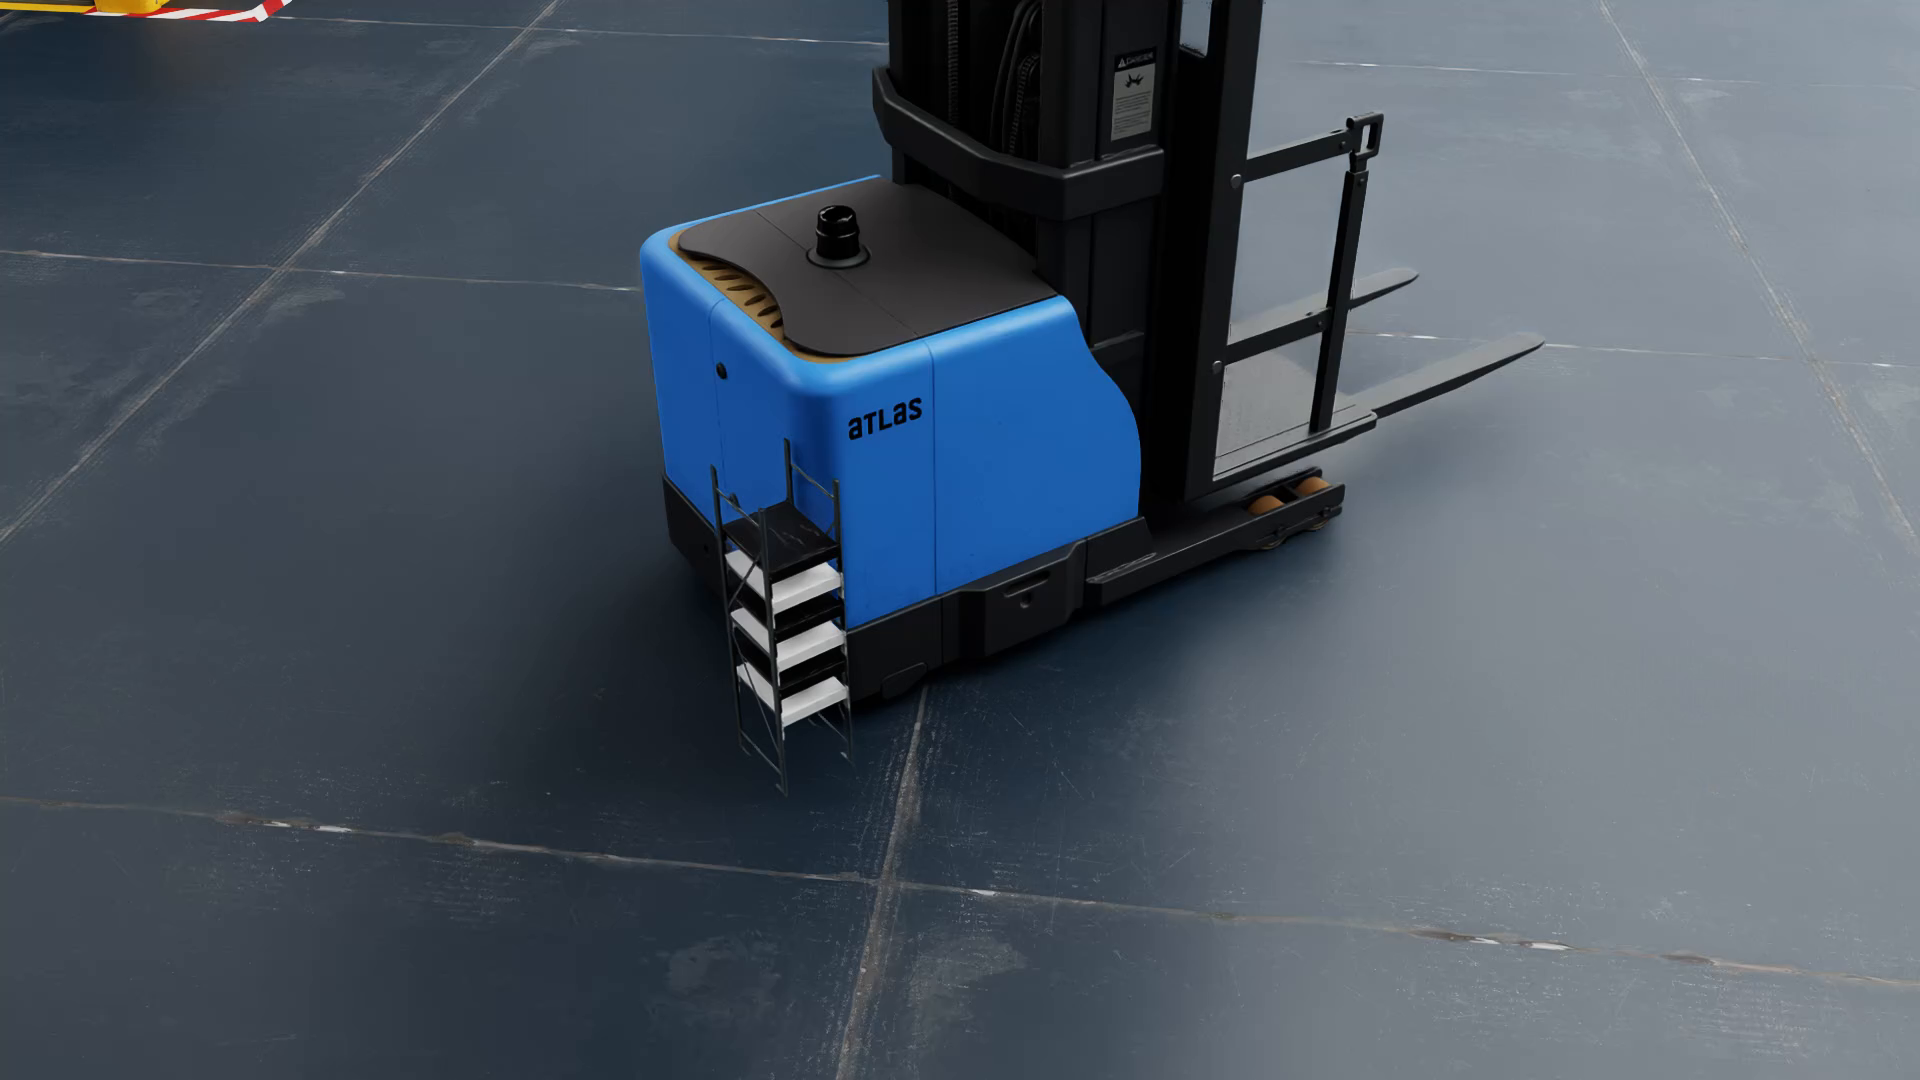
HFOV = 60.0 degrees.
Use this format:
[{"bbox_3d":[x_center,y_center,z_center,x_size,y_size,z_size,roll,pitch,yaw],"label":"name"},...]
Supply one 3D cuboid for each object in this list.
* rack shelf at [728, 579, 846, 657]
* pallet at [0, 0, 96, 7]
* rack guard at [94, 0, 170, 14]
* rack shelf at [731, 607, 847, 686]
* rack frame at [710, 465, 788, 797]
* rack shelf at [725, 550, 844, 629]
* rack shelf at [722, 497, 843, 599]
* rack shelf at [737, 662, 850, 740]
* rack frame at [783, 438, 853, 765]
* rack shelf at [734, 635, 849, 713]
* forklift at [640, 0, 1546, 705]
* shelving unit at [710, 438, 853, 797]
[{"bbox_3d":[-0.439,0.163,4.150,0.200,0.077,0.258,-23,42,-29],"label":"rack shelf"},{"bbox_3d":[-5.494,-3.476,9.938,1.213,0.211,1.003,4,36,6],"label":"pallet"},{"bbox_3d":[-4.689,-3.530,9.766,0.348,0.500,1.175,4,36,6],"label":"rack guard"},{"bbox_3d":[-0.439,0.236,4.202,0.200,0.077,0.258,-23,42,-29],"label":"rack shelf"},{"bbox_3d":[-0.521,0.244,4.134,0.006,0.900,0.240,-23,42,-29],"label":"rack frame"},{"bbox_3d":[-0.439,0.089,4.098,0.200,0.077,0.258,-23,42,-29],"label":"rack shelf"},{"bbox_3d":[-0.439,0.016,4.045,0.200,0.077,0.258,-23,42,-29],"label":"rack shelf"},{"bbox_3d":[-0.439,0.382,4.307,0.200,0.077,0.258,-23,42,-29],"label":"rack shelf"},{"bbox_3d":[-0.357,0.174,4.232,0.006,0.900,0.240,-23,42,-29],"label":"rack frame"},{"bbox_3d":[-0.439,0.309,4.254,0.200,0.077,0.258,-23,42,-29],"label":"rack shelf"},{"bbox_3d":[0.614,-1.400,4.688,3.031,2.935,1.130,-21,40,-26],"label":"forklift"},{"bbox_3d":[-0.439,0.209,4.183,0.210,0.900,0.258,-23,42,-29],"label":"shelving unit"}]
